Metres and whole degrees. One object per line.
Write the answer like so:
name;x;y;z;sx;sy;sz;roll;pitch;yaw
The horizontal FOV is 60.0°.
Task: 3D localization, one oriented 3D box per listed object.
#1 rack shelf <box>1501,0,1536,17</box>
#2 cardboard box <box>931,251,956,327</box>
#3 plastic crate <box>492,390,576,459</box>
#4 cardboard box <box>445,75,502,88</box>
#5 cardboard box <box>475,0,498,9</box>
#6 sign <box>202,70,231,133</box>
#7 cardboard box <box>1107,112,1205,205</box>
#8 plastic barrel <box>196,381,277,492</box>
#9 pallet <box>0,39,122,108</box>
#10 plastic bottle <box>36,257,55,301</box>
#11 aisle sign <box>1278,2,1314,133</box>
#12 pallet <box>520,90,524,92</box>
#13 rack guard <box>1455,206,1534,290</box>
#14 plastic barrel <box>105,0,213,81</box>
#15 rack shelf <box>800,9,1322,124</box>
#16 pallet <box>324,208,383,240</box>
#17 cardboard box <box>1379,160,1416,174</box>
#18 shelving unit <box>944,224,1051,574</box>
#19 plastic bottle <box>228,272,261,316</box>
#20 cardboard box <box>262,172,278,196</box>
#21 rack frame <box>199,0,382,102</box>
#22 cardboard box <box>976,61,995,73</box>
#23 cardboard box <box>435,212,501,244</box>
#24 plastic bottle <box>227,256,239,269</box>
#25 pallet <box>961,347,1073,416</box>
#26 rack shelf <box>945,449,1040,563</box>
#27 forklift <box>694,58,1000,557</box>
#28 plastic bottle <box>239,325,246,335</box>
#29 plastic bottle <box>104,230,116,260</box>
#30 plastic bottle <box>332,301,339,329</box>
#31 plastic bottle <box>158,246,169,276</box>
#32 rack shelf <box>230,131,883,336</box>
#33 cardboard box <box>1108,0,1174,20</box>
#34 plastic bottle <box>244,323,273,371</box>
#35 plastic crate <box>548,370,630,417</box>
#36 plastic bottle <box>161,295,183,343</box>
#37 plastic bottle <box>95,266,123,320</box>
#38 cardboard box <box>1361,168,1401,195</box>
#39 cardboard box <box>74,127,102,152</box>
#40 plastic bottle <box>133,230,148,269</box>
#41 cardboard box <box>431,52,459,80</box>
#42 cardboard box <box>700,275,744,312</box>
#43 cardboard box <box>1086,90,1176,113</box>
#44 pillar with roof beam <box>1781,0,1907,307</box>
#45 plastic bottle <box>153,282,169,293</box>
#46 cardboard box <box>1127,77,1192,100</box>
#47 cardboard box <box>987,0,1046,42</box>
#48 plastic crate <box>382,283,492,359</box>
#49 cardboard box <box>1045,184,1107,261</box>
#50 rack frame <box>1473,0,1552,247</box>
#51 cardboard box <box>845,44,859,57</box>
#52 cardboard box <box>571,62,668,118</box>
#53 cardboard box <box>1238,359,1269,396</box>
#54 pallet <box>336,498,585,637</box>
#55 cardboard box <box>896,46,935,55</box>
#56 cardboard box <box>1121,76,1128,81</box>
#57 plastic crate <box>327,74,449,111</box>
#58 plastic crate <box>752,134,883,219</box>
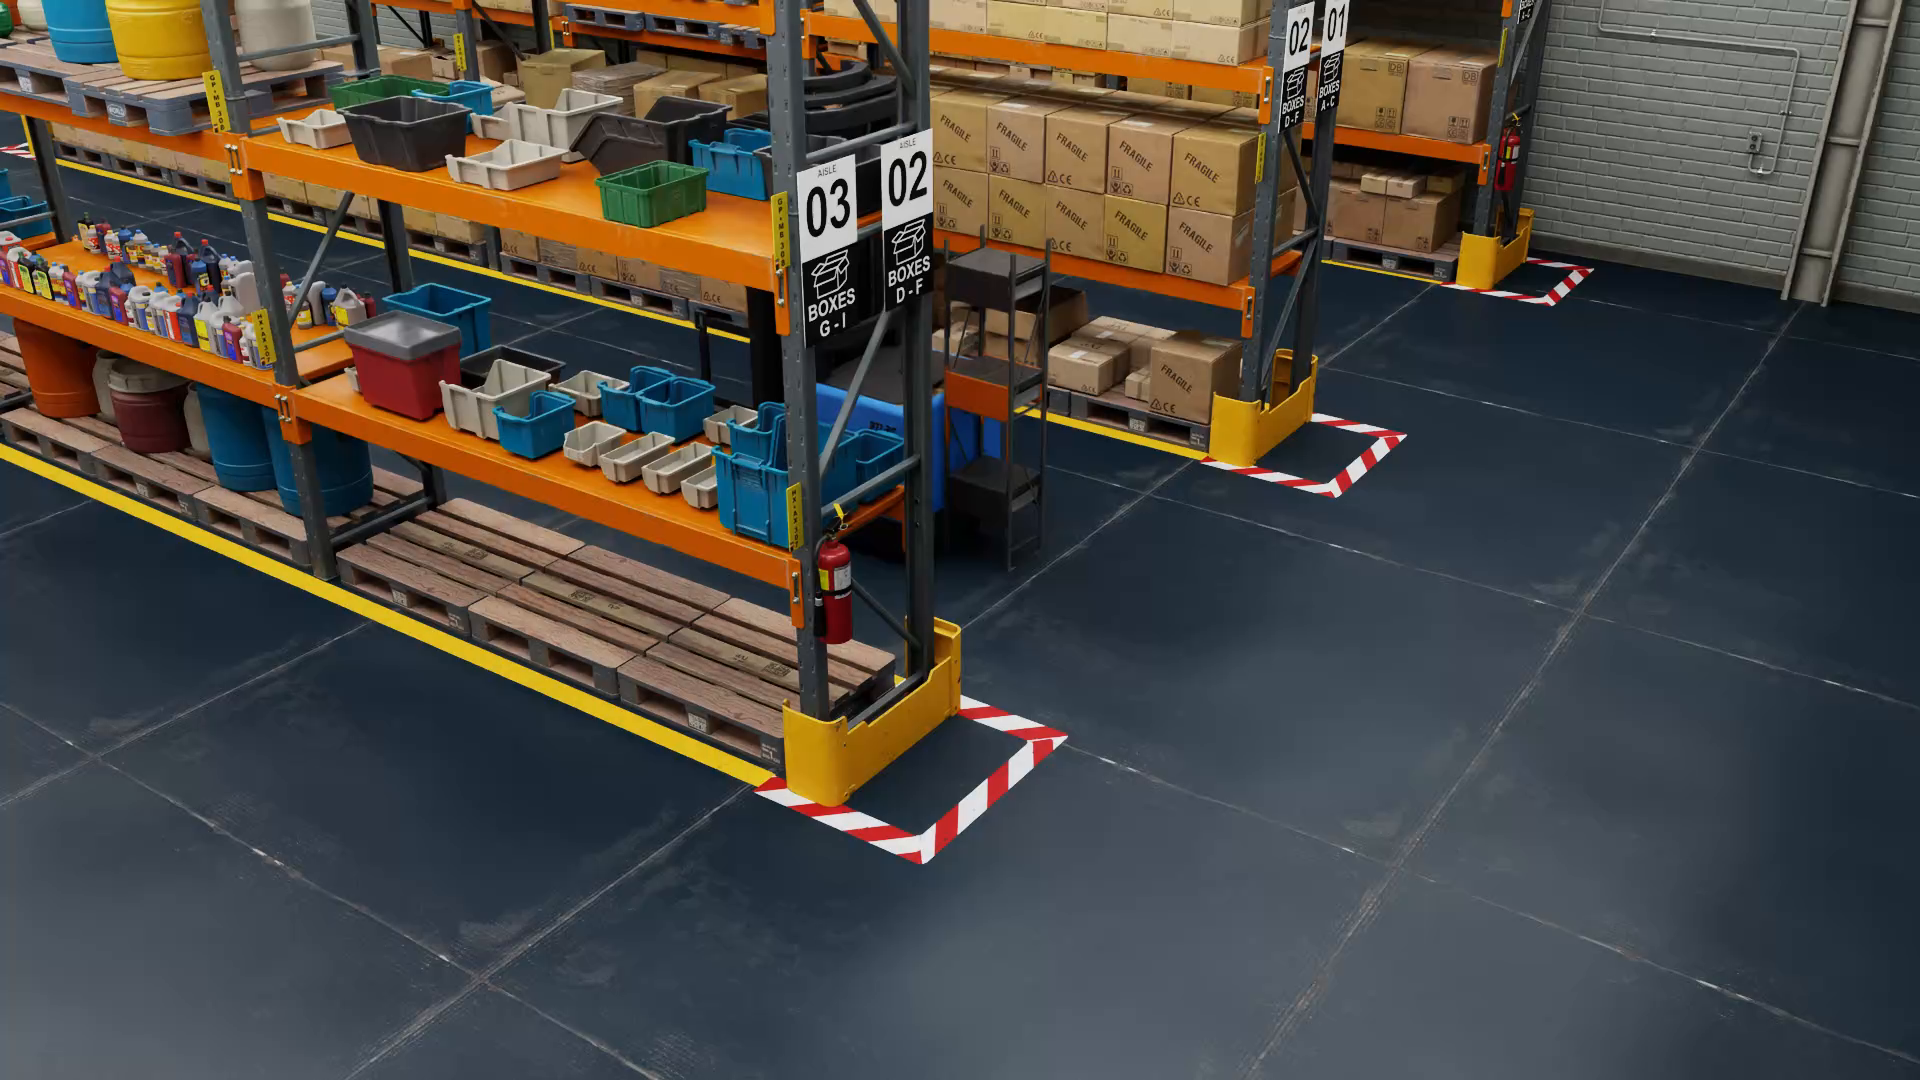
rack shelf;3.491;-5.476;15.964;4.000;0.370;1.077;17;32;30
cardboard box;-0.329;-2.162;14.237;0.500;0.500;0.500;17;32;30
plastic crate;-2.307;-0.626;9.066;0.300;0.233;0.416;17;32;30
cardboard box;-4.884;-4.410;16.481;0.500;0.311;0.500;17;31;30
cardboard box;-6.143;-7.233;22.072;0.500;0.250;0.500;17;32;30
sign;-4.079;-2.405;9.126;0.005;0.325;0.100;17;32;30
cardboard box;1.399;-2.725;11.858;0.500;0.500;0.500;18;32;32
plastic barrel;-4.789;-0.850;11.237;0.708;0.901;0.600;17;32;30
pallet;-5.404;-2.977;10.468;1.213;0.211;1.003;17;32;30
plastic bottle;-6.234;-1.783;11.350;0.133;0.283;0.061;17;32;30
aisle sign;2.221;-3.120;10.982;0.004;0.787;0.394;17;32;30
pallet;-5.325;-5.944;22.472;1.213;0.211;1.003;17;32;30
rack guard;5.160;-2.826;16.026;0.348;0.500;1.175;17;32;30
plastic barrel;-4.634;-3.036;9.705;0.600;0.588;0.600;0;27;0
rack shelf;0.690;-3.623;12.323;4.000;0.370;1.077;17;32;30
pallet;-5.914;-3.445;17.560;1.213;0.211;1.003;17;32;30
cardboard box;4.304;-3.624;16.415;0.250;0.149;0.380;17;32;30
shelving unit;0.223;-0.862;10.402;0.503;2.100;0.431;19;32;32
plastic bottle;-4.782;-1.657;11.109;0.135;0.276;0.152;17;32;30
cardboard box;-7.361;-3.941;18.029;0.500;0.250;0.500;16;31;29
rack frame;-3.766;-3.943;8.851;0.127;3.000;1.000;17;32;30
cardboard box;0.381;-5.194;18.178;0.250;0.149;0.380;16;31;29
cardboard box;-4.828;-3.154;16.482;0.500;0.250;0.500;18;32;31
plastic bottle;-4.967;-1.811;11.417;0.097;0.271;0.097;0;27;0
pallet;0.616;-1.388;13.519;1.213;0.211;1.003;17;32;30
rack shelf;0.223;-0.226;10.726;0.480;0.518;0.431;19;32;32
forklift;-1.200;-1.712;11.157;3.031;2.935;1.130;19;32;32
plastic bottle;-4.461;-1.238;10.369;0.097;0.201;0.097;0;27;0
plastic bottle;-6.214;-2.168;12.197;0.097;0.201;0.097;0;27;0
plastic bottle;-4.043;-1.492;10.868;0.097;0.201;0.097;0;27;0
plastic bottle;-5.652;-1.993;11.853;0.097;0.201;0.097;0;27;0
rack shelf;-2.118;-1.772;8.686;4.000;0.370;1.077;17;32;30
cardboard box;1.358;-3.751;11.395;0.500;0.250;0.500;17;32;30
plastic bottle;-4.274;-1.195;10.201;0.135;0.276;0.152;17;32;30
plastic crate;-2.161;-0.844;9.600;0.466;0.136;0.293;17;32;30
plastic bottle;-4.991;-1.418;10.640;0.135;0.276;0.152;17;32;30
plastic bottle;-5.617;-1.644;11.002;0.185;0.351;0.144;17;32;30
cardboard box;4.086;-3.481;16.135;0.250;0.149;0.380;18;32;32
cardboard box;-10.120;-4.816;19.749;0.500;0.250;0.500;17;32;30
plastic bottle;-5.893;-2.100;11.984;0.097;0.271;0.097;0;27;0
cardboard box;-7.060;-6.695;23.352;0.500;0.311;0.500;20;33;34
cardboard box;-1.931;-2.352;14.610;0.500;0.500;0.500;17;32;30
cardboard box;1.277;-3.058;12.513;0.500;0.500;0.500;18;32;31
pillar with roof beam;5.418;-4.641;10.221;0.400;9.000;9.100;17;32;30
plastic bottle;-5.238;-1.562;10.927;0.097;0.271;0.097;0;27;0
cardboard box;2.281;-4.962;17.136;0.700;0.700;0.980;18;32;31
cardboard box;0.537;-3.787;12.017;0.500;0.250;0.500;17;32;30
plastic crate;-3.189;-1.297;10.217;0.575;0.384;0.392;17;32;30
cardboard box;0.977;-2.413;12.349;0.500;0.500;0.500;18;32;31
rack frame;5.140;-3.946;15.472;0.127;3.000;1.000;17;32;30
cardboard box;-1.112;-5.659;19.091;0.250;0.149;0.380;18;32;31
cardboard box;-3.027;-3.954;14.913;0.700;0.500;0.500;-24;36;-39
cardboard box;2.188;-1.255;12.841;0.250;0.149;0.380;17;32;30
pallet;-3.138;0.147;10.502;1.213;0.211;1.003;17;32;30
cardboard box;-0.364;-5.701;18.458;0.500;0.500;0.500;17;32;30
cardboard box;1.679;-5.031;17.857;0.250;0.149;0.380;16;31;29
plastic crate;-3.246;-2.516;9.588;0.662;0.188;0.450;17;32;30
plastic crate;-0.629;-1.724;7.942;0.590;0.269;0.497;17;32;30
